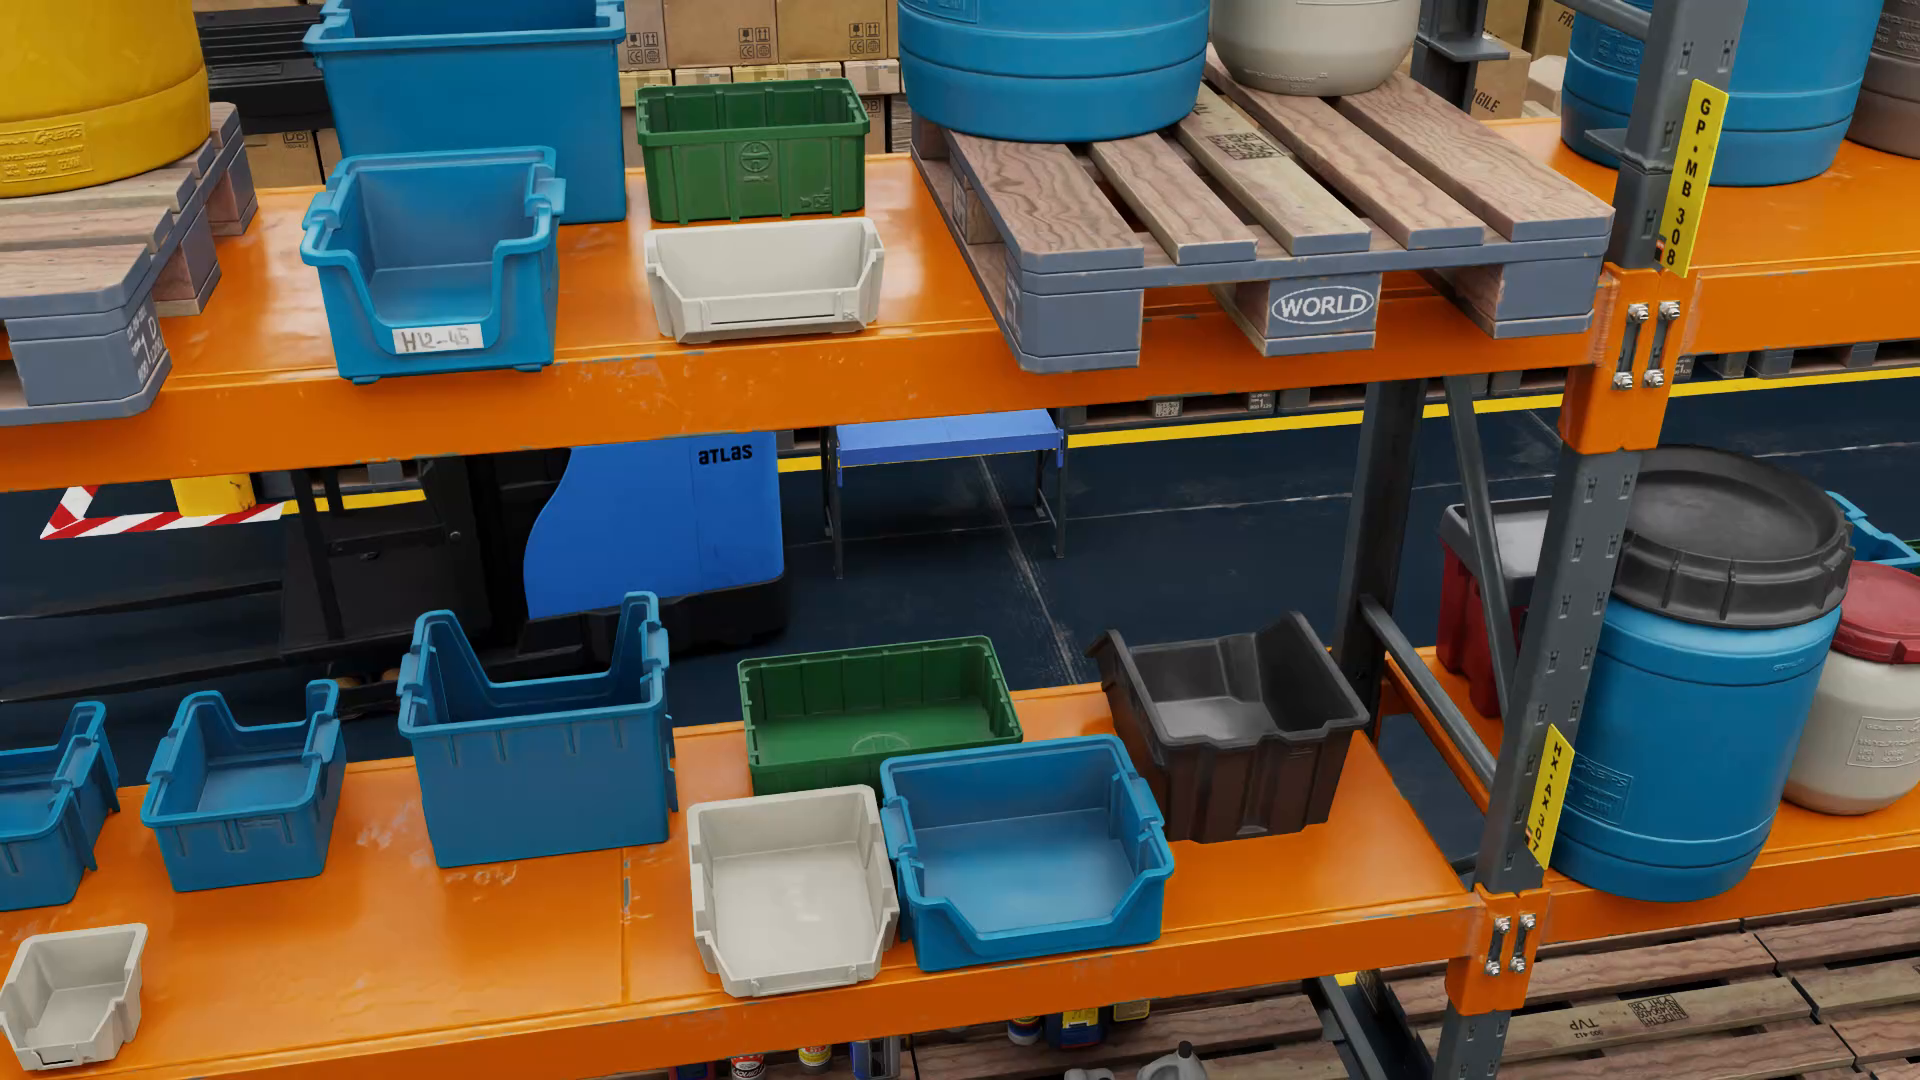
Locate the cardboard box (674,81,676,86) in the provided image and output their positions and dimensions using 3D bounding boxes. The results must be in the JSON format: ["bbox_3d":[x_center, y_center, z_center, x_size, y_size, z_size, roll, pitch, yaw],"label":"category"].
[{"bbox_3d":[-1.159,-1.976,8.053,0.500,0.500,0.700,-5,31,-8],"label":"cardboard box"}]

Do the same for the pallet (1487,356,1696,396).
[{"bbox_3d":[3.406,-1.179,9.547,1.213,0.211,1.003,-5,31,-9],"label":"pallet"}]

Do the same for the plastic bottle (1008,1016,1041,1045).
[{"bbox_3d":[0.187,1.325,4.795,0.097,0.271,0.097,0,30,0],"label":"plastic bottle"}]

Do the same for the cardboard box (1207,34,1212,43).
[{"bbox_3d":[2.100,-3.938,13.520,0.500,0.500,0.700,-5,31,-9],"label":"cardboard box"}]

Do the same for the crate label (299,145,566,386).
[{"bbox_3d":[-0.857,-0.472,2.780,0.408,0.251,0.502,-5,31,-9],"label":"crate label"}]

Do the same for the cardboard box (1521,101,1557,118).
[{"bbox_3d":[2.979,-2.184,8.753,0.250,0.149,0.380,-3,31,-5],"label":"cardboard box"}]

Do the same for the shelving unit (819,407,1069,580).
[{"bbox_3d":[-0.084,-0.639,7.357,1.048,1.500,0.538,-5,31,-9],"label":"shelving unit"}]

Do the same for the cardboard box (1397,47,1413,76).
[{"bbox_3d":[2.057,-2.271,8.554,0.500,0.500,0.500,-5,31,-9],"label":"cardboard box"}]

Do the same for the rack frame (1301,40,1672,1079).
[{"bbox_3d":[1.177,0.398,4.114,0.127,3.000,1.000,-5,31,-9],"label":"rack frame"}]

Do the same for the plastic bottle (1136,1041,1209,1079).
[{"bbox_3d":[0.569,1.481,4.451,0.185,0.351,0.144,-5,31,-9],"label":"plastic bottle"}]

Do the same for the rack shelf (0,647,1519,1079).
[{"bbox_3d":[-0.791,0.891,3.985,4.000,0.370,1.077,-5,31,-9],"label":"rack shelf"}]

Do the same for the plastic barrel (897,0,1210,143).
[{"bbox_3d":[0.178,-1.255,3.056,0.708,0.901,0.600,-5,31,-9],"label":"plastic barrel"}]

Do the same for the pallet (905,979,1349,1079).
[{"bbox_3d":[0.509,1.641,4.751,1.213,0.211,1.003,-5,31,-9],"label":"pallet"}]

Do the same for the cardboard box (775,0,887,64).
[{"bbox_3d":[-0.644,-2.584,7.806,0.500,0.500,0.700,-5,31,-9],"label":"cardboard box"}]

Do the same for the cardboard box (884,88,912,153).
[{"bbox_3d":[-0.147,-2.071,8.215,0.500,0.500,0.700,-6,31,-10],"label":"cardboard box"}]

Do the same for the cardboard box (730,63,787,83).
[{"bbox_3d":[-0.942,-2.171,7.744,0.250,0.149,0.380,-5,31,-9],"label":"cardboard box"}]

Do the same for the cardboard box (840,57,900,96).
[{"bbox_3d":[-0.441,-2.216,7.821,0.250,0.149,0.380,-6,31,-10],"label":"cardboard box"}]

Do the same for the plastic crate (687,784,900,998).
[{"bbox_3d":[-0.375,0.786,3.714,0.437,0.136,0.530,-5,31,-9],"label":"plastic crate"}]

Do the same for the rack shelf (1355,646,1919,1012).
[{"bbox_3d":[3.144,0.526,4.606,4.000,0.370,1.077,-5,31,-9],"label":"rack shelf"}]

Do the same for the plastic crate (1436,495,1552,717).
[{"bbox_3d":[1.598,0.174,4.432,0.583,0.464,0.402,-5,31,-9],"label":"plastic crate"}]

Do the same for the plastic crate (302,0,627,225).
[{"bbox_3d":[-0.936,-0.847,3.288,0.575,0.384,0.392,-5,31,-9],"label":"plastic crate"}]

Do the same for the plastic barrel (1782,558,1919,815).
[{"bbox_3d":[2.157,0.362,4.042,0.433,0.535,0.433,0,30,0],"label":"plastic barrel"}]

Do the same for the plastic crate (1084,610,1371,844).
[{"bbox_3d":[0.639,0.409,4.156,0.504,0.338,0.767,-5,31,-9],"label":"plastic crate"}]

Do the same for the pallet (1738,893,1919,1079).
[{"bbox_3d":[3.145,1.396,5.168,1.213,0.211,1.003,-5,31,-9],"label":"pallet"}]

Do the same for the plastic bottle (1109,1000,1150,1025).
[{"bbox_3d":[0.491,1.286,4.849,0.133,0.283,0.061,-5,31,-9],"label":"plastic bottle"}]

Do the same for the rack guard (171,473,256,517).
[{"bbox_3d":[-3.670,-0.627,8.323,0.348,0.500,1.175,-5,31,-9],"label":"rack guard"}]

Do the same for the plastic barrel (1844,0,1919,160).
[{"bbox_3d":[2.281,-1.325,3.591,0.600,0.901,0.600,0,30,0],"label":"plastic barrel"}]

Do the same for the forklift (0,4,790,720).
[{"bbox_3d":[-2.294,-0.856,6.314,3.031,2.935,1.130,-9,32,-15],"label":"forklift"}]

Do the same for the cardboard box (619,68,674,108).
[{"bbox_3d":[-1.451,-2.122,7.661,0.250,0.149,0.380,-4,31,-7],"label":"cardboard box"}]

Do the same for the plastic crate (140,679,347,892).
[{"bbox_3d":[-1.680,0.576,3.958,0.408,0.251,0.499,-5,31,-9],"label":"plastic crate"}]

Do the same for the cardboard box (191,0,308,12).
[{"bbox_3d":[-3.133,-2.350,7.409,0.500,0.500,0.700,-5,31,-9],"label":"cardboard box"}]

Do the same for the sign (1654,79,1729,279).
[{"bbox_3d":[1.265,-0.623,2.883,0.005,0.325,0.100,-5,31,-9],"label":"sign"}]

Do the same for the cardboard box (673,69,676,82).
[{"bbox_3d":[-1.278,-2.347,8.043,0.250,0.149,0.380,-6,31,-10],"label":"cardboard box"}]

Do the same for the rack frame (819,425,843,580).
[{"bbox_3d":[-0.584,-0.592,7.278,0.032,1.500,0.500,-5,31,-9],"label":"rack frame"}]

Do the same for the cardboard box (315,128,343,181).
[{"bbox_3d":[-2.669,-1.836,7.815,0.500,0.500,0.700,-5,31,-8],"label":"cardboard box"}]

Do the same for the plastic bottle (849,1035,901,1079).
[{"bbox_3d":[-0.244,1.377,4.702,0.135,0.276,0.152,-5,31,-9],"label":"plastic bottle"}]

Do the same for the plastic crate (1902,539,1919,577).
[{"bbox_3d":[2.839,0.190,4.677,0.662,0.188,0.450,-5,31,-9],"label":"plastic crate"}]

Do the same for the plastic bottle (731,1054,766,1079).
[{"bbox_3d":[-0.600,1.432,4.682,0.097,0.201,0.097,0,30,0],"label":"plastic bottle"}]

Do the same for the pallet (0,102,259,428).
[{"bbox_3d":[-1.926,-0.475,2.826,1.213,0.211,1.003,-5,31,-9],"label":"pallet"}]

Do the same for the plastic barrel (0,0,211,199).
[{"bbox_3d":[-1.659,-0.959,2.863,0.600,0.588,0.600,0,30,0],"label":"plastic barrel"}]

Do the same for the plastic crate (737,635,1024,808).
[{"bbox_3d":[-0.209,0.473,4.196,0.662,0.188,0.450,-5,31,-9],"label":"plastic crate"}]

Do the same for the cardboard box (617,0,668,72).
[{"bbox_3d":[-1.628,-2.493,7.652,0.500,0.500,0.700,-5,31,-9],"label":"cardboard box"}]

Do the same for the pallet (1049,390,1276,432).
[{"bbox_3d":[1.006,-0.957,9.169,1.213,0.211,1.003,-5,31,-9],"label":"pallet"}]

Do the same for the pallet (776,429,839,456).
[{"bbox_3d":[-0.502,-0.818,8.933,1.213,0.211,1.003,-5,31,-9],"label":"pallet"}]

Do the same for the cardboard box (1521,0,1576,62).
[{"bbox_3d":[4.937,-4.239,13.707,0.750,0.750,0.750,-5,31,-9],"label":"cardboard box"}]
